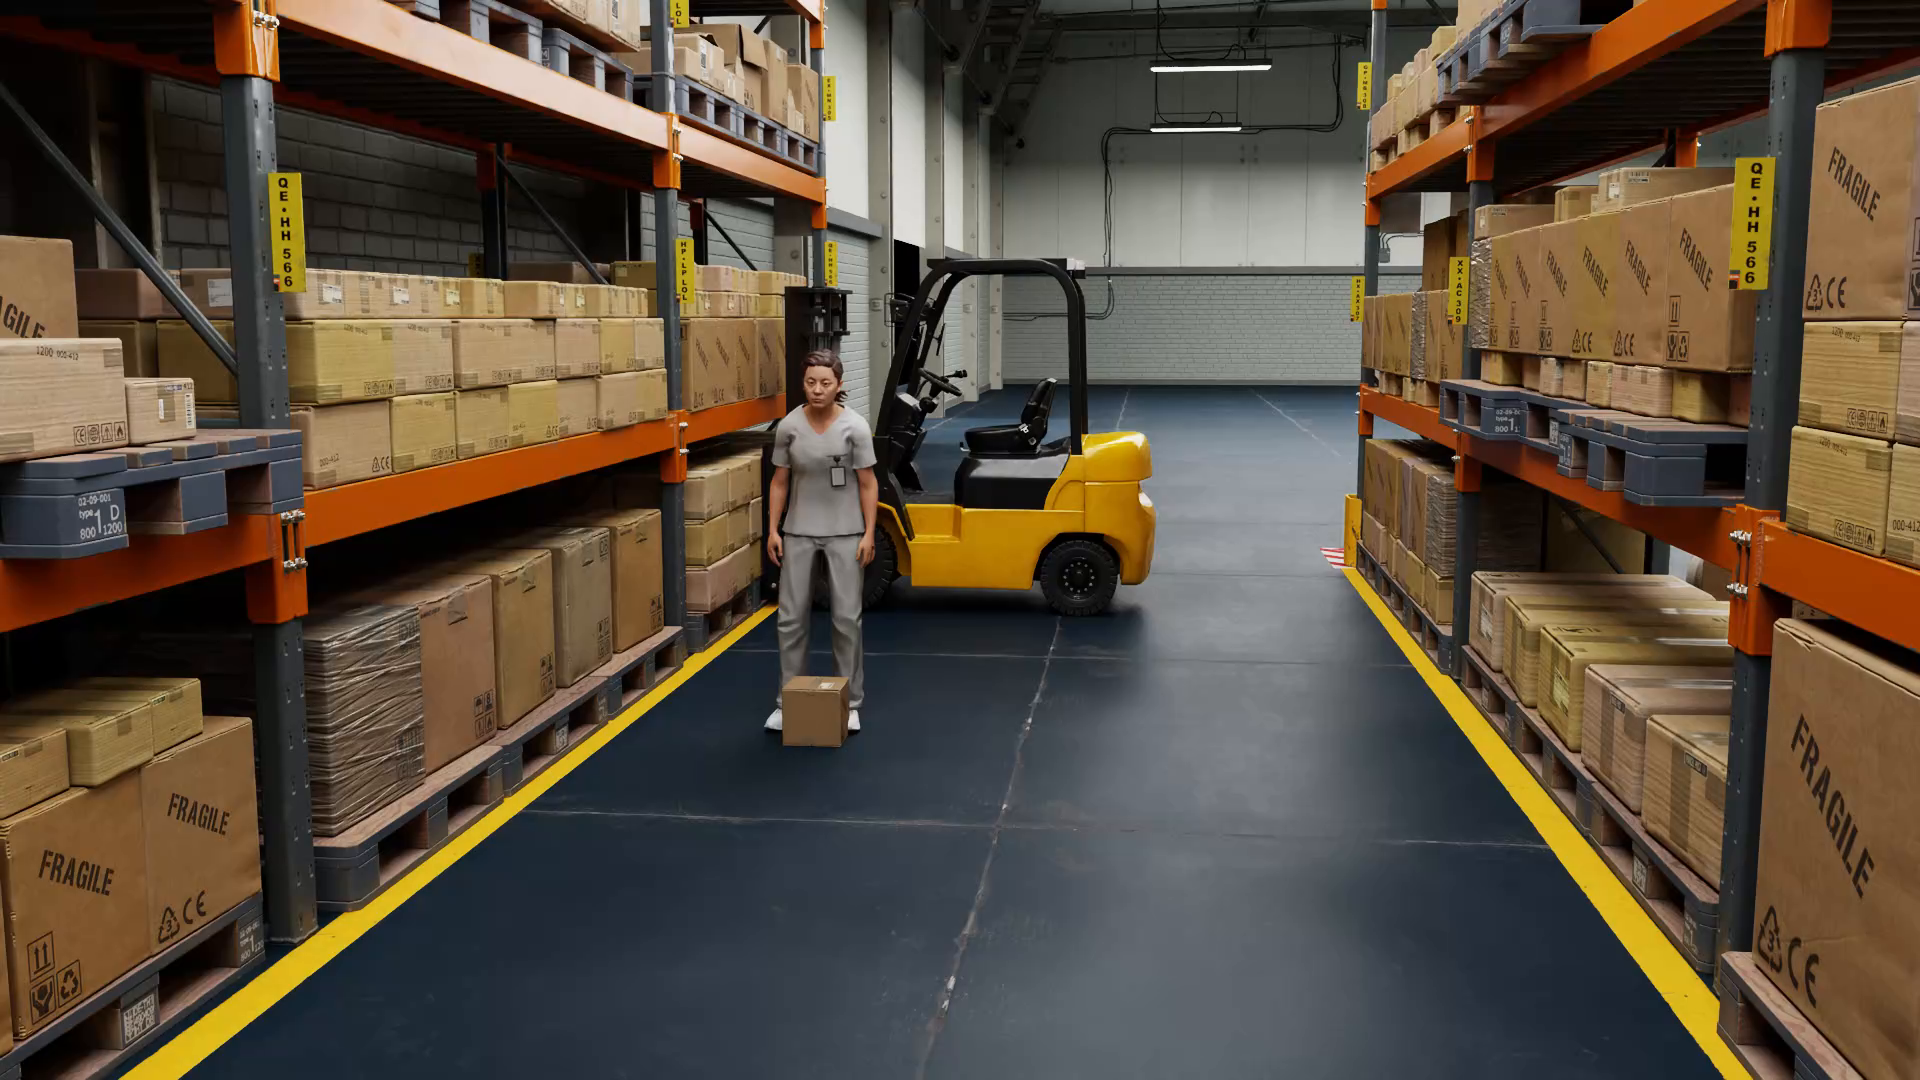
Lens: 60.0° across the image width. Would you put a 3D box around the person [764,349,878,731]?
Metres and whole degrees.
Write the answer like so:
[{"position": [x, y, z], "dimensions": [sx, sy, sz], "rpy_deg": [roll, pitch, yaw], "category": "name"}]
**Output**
[{"position": [-0.604, -0.001, 7.310], "dimensions": [0.486, 1.673, 0.358], "rpy_deg": [1, 8, 7], "category": "person"}]
